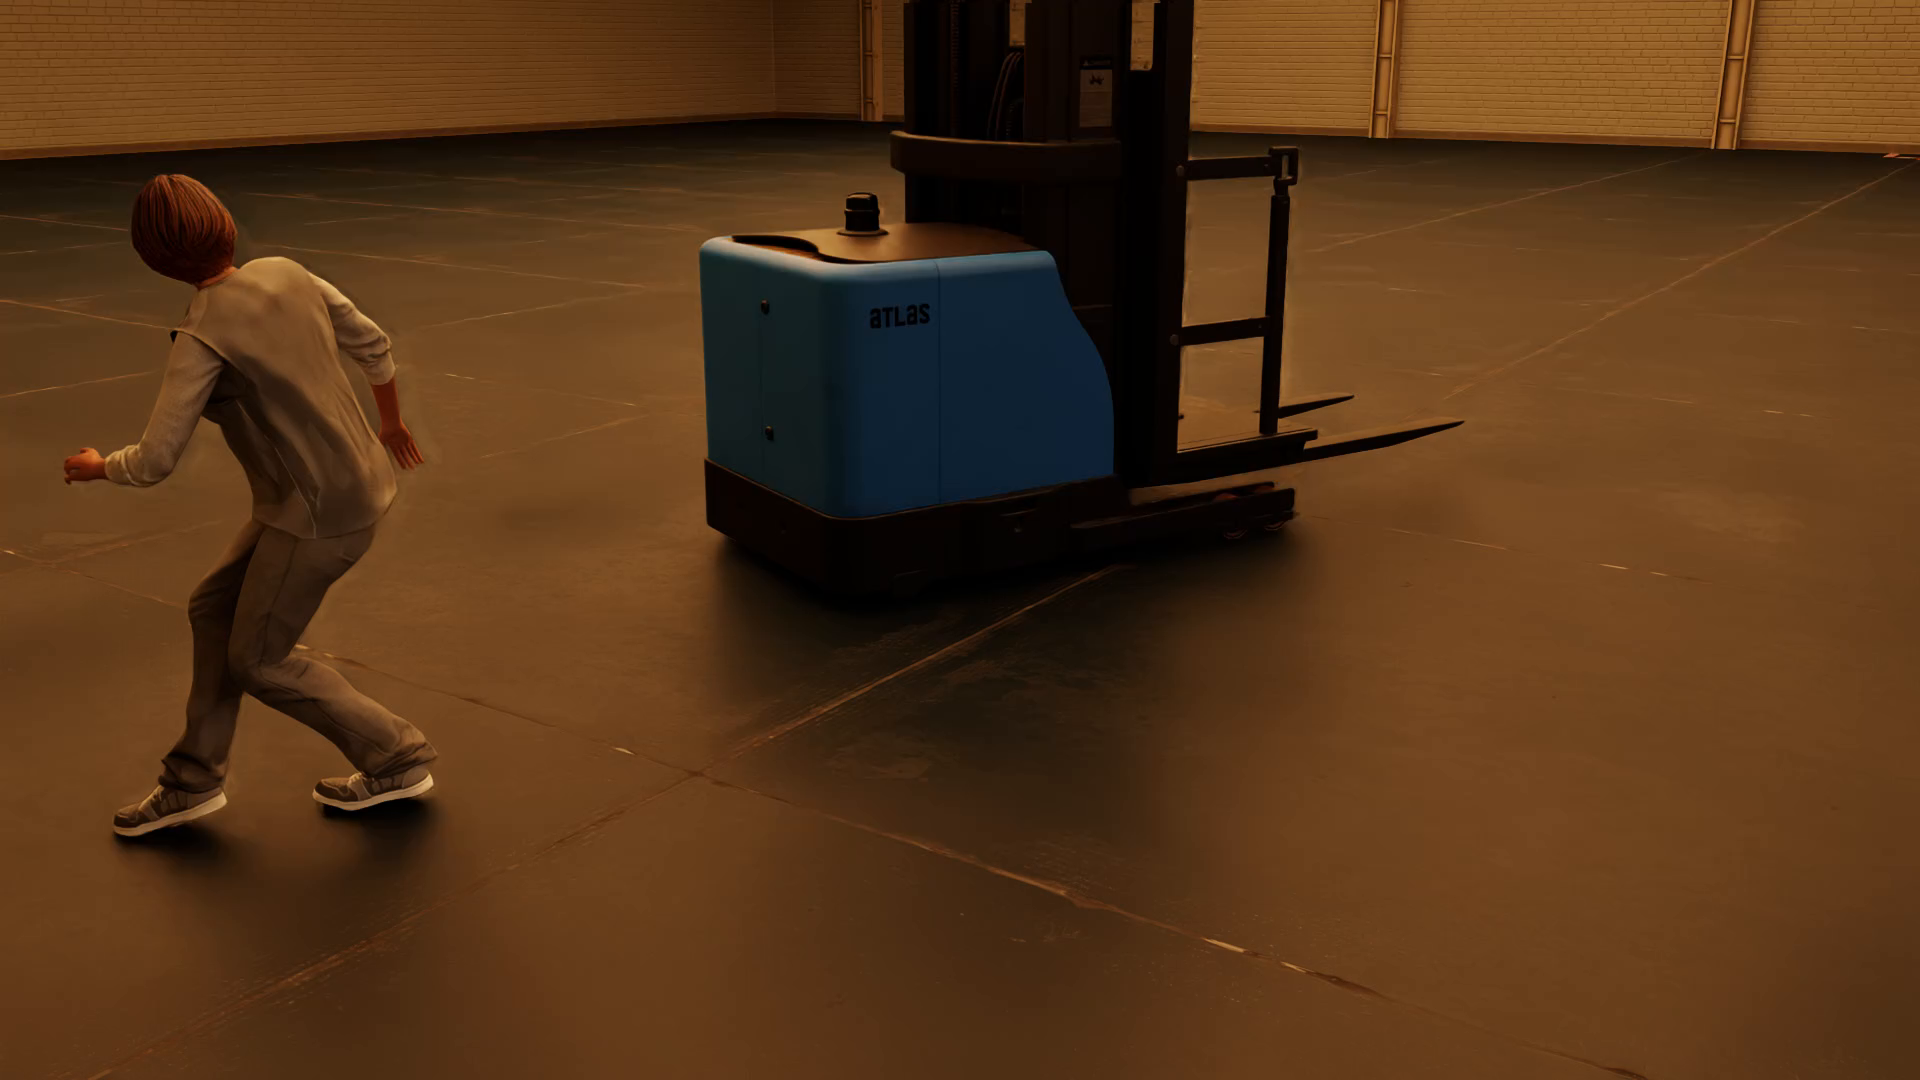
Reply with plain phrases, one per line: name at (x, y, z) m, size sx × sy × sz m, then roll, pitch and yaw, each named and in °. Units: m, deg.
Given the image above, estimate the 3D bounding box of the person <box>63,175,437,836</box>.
person at (-1.594, -0.090, 3.735) m, size 0.730 × 1.448 × 0.645 m, roll -1°, pitch 17°, yaw -3°

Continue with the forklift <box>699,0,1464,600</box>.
forklift at (0.615, -1.520, 5.915) m, size 3.031 × 2.935 × 1.130 m, roll -11°, pitch 20°, yaw -32°
